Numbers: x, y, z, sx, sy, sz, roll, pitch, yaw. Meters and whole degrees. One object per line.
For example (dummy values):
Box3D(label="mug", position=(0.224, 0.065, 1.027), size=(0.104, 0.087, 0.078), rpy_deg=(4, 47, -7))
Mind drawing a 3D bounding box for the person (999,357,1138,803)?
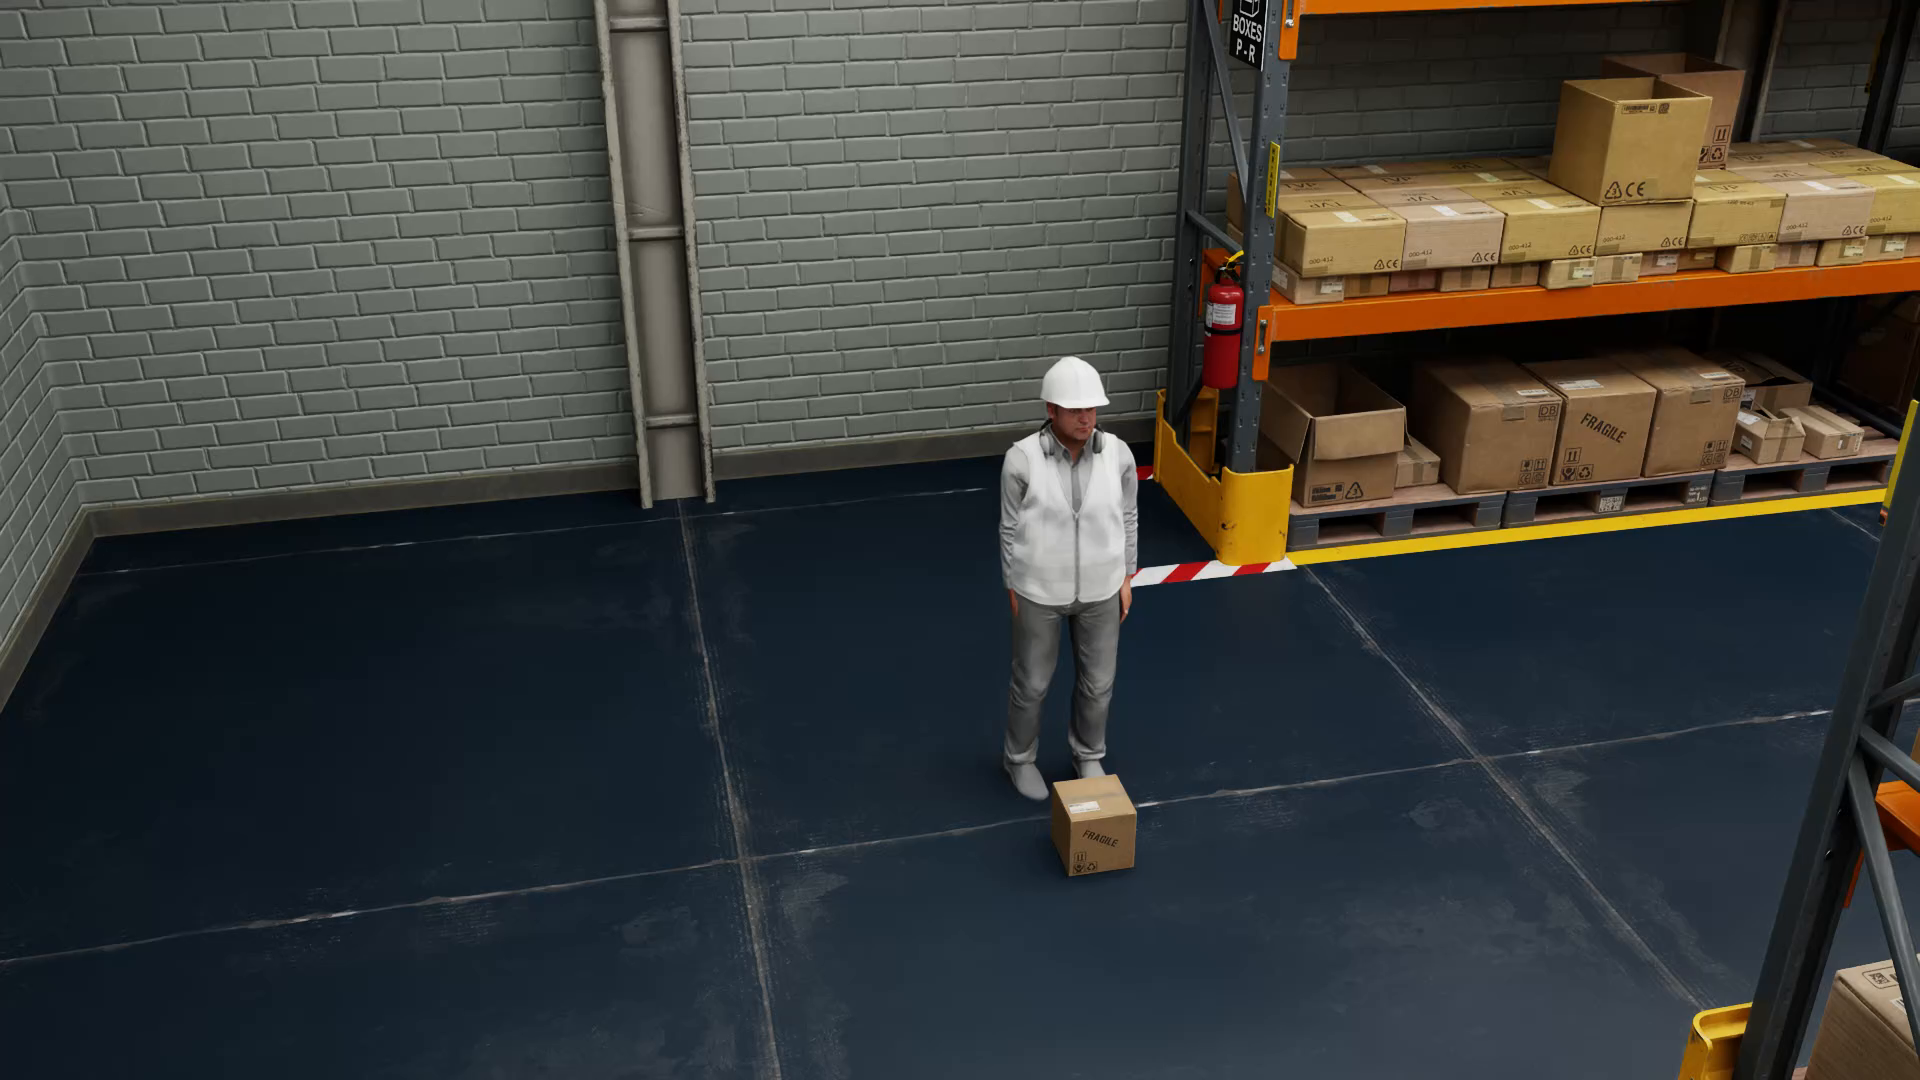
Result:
Box3D(label="person", position=(0.412, 0.178, 6.258), size=(0.532, 1.789, 0.366), rpy_deg=(-5, 27, -10))
